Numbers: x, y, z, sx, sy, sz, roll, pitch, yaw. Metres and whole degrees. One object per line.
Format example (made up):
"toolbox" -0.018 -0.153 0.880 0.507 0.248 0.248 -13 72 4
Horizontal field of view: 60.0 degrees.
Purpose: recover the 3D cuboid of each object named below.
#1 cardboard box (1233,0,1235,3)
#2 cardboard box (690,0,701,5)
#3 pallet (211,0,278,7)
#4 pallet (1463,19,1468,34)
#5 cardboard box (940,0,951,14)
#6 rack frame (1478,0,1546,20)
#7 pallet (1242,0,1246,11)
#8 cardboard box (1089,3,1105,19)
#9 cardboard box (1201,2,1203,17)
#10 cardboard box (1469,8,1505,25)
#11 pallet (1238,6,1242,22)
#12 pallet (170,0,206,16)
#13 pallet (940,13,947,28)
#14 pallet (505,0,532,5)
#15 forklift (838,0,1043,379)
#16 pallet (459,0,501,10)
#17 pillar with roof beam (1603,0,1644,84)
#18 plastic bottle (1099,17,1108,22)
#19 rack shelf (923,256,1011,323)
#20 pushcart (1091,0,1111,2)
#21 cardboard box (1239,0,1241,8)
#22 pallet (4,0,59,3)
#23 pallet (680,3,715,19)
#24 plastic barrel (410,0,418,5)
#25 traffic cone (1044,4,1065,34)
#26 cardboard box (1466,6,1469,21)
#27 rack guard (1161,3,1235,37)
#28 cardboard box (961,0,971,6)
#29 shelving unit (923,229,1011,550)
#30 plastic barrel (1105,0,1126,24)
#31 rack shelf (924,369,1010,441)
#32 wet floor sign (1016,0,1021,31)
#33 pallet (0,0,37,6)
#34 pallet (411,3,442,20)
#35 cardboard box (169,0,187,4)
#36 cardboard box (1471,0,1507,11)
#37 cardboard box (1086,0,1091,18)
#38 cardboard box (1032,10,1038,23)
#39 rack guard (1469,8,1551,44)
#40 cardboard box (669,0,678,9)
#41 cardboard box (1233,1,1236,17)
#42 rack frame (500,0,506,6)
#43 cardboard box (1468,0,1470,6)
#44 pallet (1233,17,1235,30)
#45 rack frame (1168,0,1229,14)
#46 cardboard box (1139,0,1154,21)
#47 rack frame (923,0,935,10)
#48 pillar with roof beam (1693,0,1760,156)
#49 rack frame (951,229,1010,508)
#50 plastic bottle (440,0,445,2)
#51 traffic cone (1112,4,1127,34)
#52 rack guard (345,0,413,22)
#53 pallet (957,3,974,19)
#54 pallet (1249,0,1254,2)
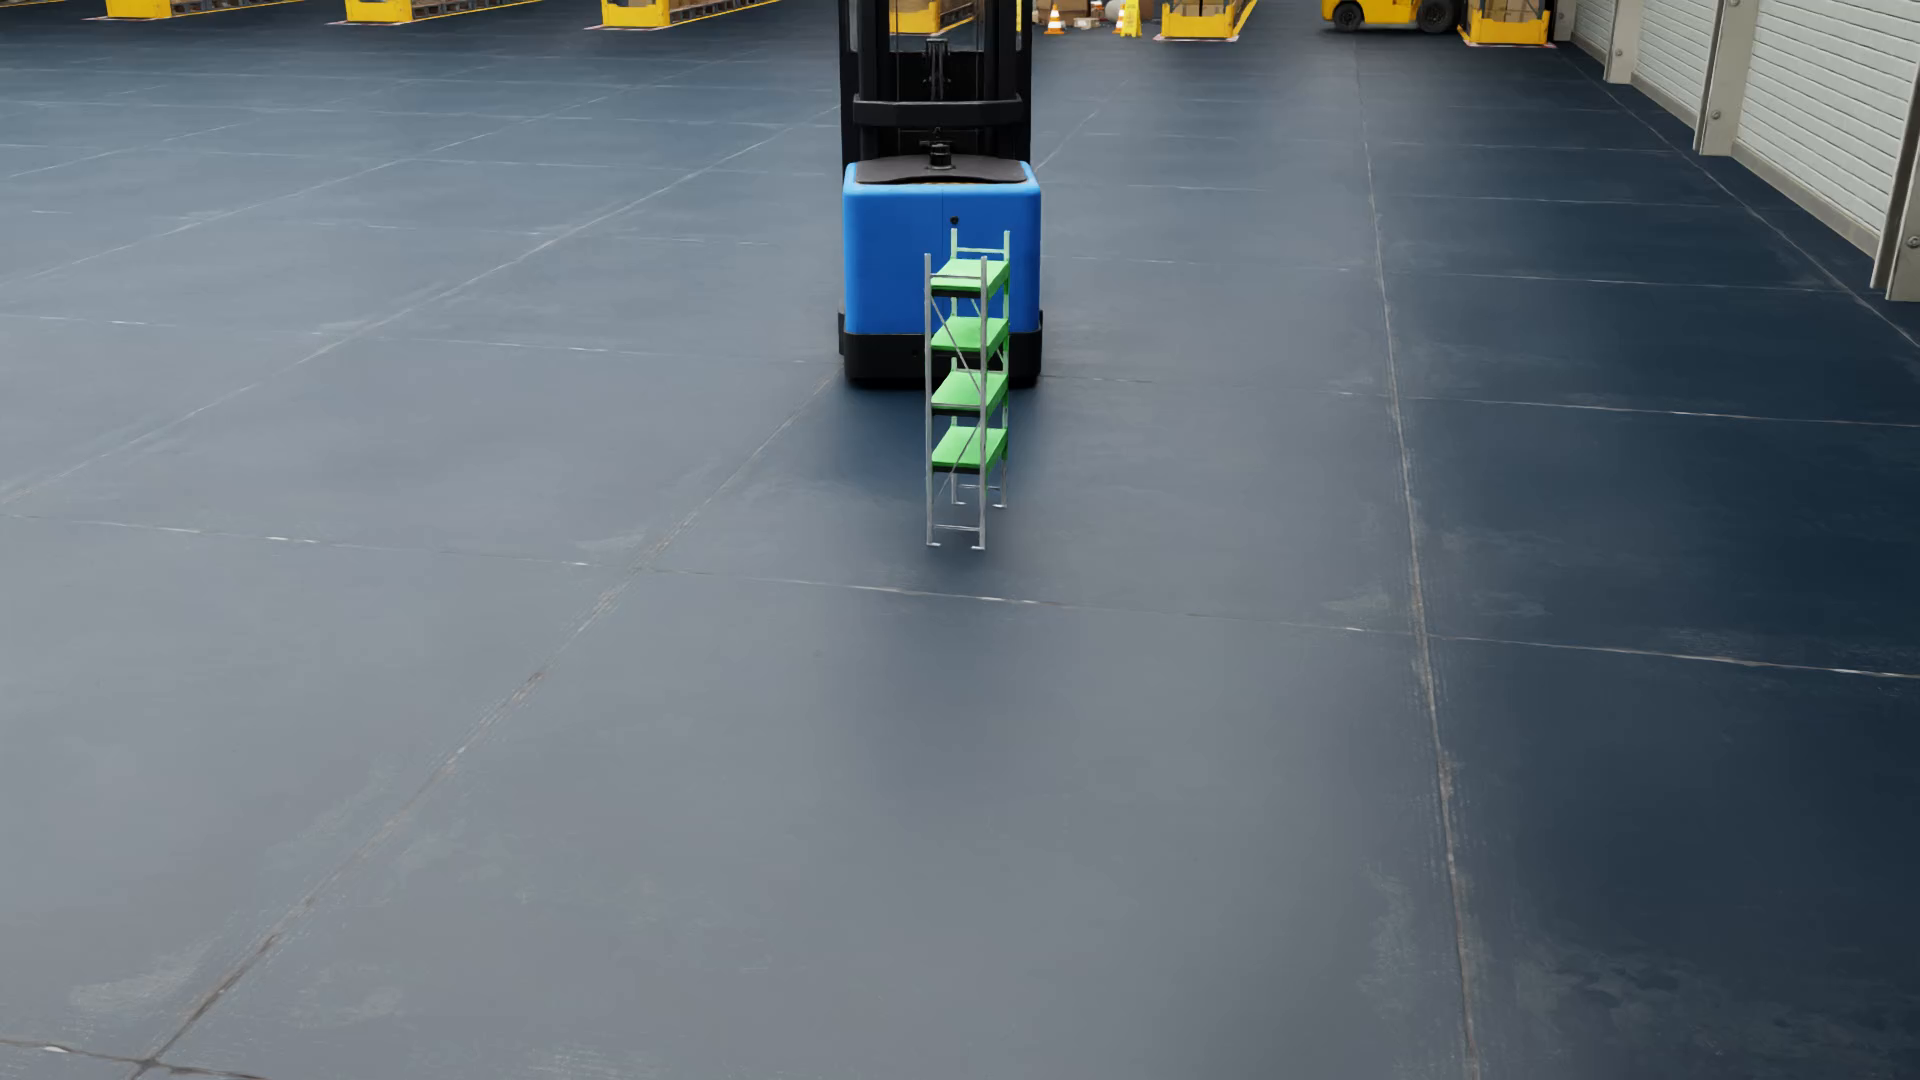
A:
"cardboard box" 4.476 -9.506 28.556 0.500 0.500 0.500 4 22 9
"cardboard box" -5.231 -10.432 31.524 0.500 0.500 0.500 2 22 6
"pallet" -14.852 -11.158 34.277 1.003 0.211 1.213 4 22 11
"pallet" 9.160 -8.822 28.475 1.003 0.211 1.213 4 22 11
"cardboard box" -0.681 -9.889 29.675 0.875 0.875 0.875 4 22 10
"rack frame" 8.794 -9.387 26.147 1.000 3.000 0.127 4 22 11
"pallet" 5.154 -10.666 33.055 1.003 0.211 1.213 4 22 11
"cardboard box" 2.483 -9.825 30.893 0.258 0.266 0.396 -11 25 -26
"cardboard box" 3.949 -9.189 28.772 0.500 0.250 0.500 5 22 11
"cardboard box" 8.581 -8.503 27.069 0.500 0.250 0.500 5 22 11
"pallet" 4.648 -9.686 30.620 1.003 0.211 1.213 4 22 11
"pallet" -15.350 -10.266 32.061 1.003 0.211 1.213 4 22 11
"pallet" -0.846 -9.110 29.190 1.003 0.211 1.213 4 22 11
"pallet" -9.678 -11.357 34.770 1.003 0.211 1.213 4 22 11
"forklift" -0.149 -2.715 9.671 1.130 2.935 3.031 -1 22 -2
"pallet" -9.978 -10.824 33.448 1.003 0.211 1.213 4 22 11
"pillar with roof beam" 4.380 -10.490 20.854 9.100 9.000 0.400 4 22 11
"plastic bottle" 2.651 -9.535 30.448 0.133 0.061 0.283 8 23 20
"rack shelf" 0.034 -1.003 6.624 0.258 0.148 0.480 4 22 11
"pushcart" 2.508 -10.166 31.592 1.648 0.377 0.936 -3 22 -8
"cardboard box" 4.893 -9.910 30.563 0.500 0.250 0.500 5 23 13
"pallet" -19.601 -11.574 35.308 1.003 0.211 1.213 4 22 11
"pallet" -5.300 -9.993 31.385 1.003 0.211 1.213 4 22 11
"plastic barrel" -10.454 -10.368 31.350 0.421 0.512 0.421 0 22 0
"traffic cone" 1.603 -8.804 28.093 0.336 0.463 0.334 4 22 11
"cardboard box" 8.802 -8.866 27.971 0.500 0.250 0.500 5 22 11
"rack guard" 3.950 -8.633 27.619 1.175 0.500 0.348 4 22 11
"cardboard box" -0.313 -10.552 31.321 0.875 0.875 0.875 5 22 12
"shelving unit" 0.034 -0.617 6.780 0.258 1.200 0.503 4 22 11
"plastic barrel" 2.873 -9.440 29.727 0.421 0.421 0.512 -16 27 -35
"rack shelf" 0.034 -0.558 6.804 0.258 0.148 0.480 4 22 11
"wet floor sign" 1.000 -8.851 27.967 0.267 0.644 0.232 1 22 2
"pallet" -19.848 -11.126 34.197 1.003 0.211 1.213 4 22 11
"pallet" -10.476 -9.932 31.232 1.003 0.211 1.213 4 22 11
"cardboard box" -15.137 -10.375 31.718 0.500 0.250 0.500 4 22 11
"cardboard box" 8.587 -8.741 26.990 0.500 0.250 0.500 4 22 10
"cardboard box" 1.997 -9.847 30.449 0.797 0.637 0.503 4 22 11
"cardboard box" 1.336 -9.530 30.162 0.396 0.266 0.258 8 23 20
"rack guard" 8.789 -8.219 26.592 1.175 0.500 0.348 4 22 11
"cardboard box" -5.535 -10.004 30.461 0.500 0.500 0.500 11 24 25
"cardboard box" 4.481 -9.144 28.661 0.500 0.250 0.500 5 23 13
"rack frame" -9.800 -12.360 33.529 1.000 3.000 0.127 4 22 11
"cardboard box" 8.785 -9.114 27.916 0.500 0.250 0.500 4 22 10
"pallet" 4.150 -8.793 28.404 1.003 0.211 1.213 4 22 11
"rack frame" 3.934 -9.764 27.083 1.000 3.000 0.127 4 22 11
"cardboard box" 3.200 -9.781 30.467 0.500 0.500 0.500 -16 27 -35
"rack frame" -0.932 -10.105 27.929 1.000 3.000 0.127 4 22 11
"pillar with roof beam" 3.155 -8.296 15.406 9.100 9.000 0.400 4 22 11
"rack frame" 0.084 -0.706 7.001 0.240 1.200 0.015 4 22 11
"plastic bottle" -9.941 -10.475 31.912 0.097 0.271 0.097 0 22 0
"traffic cone" 2.759 -8.843 28.192 0.336 0.463 0.334 4 22 11
"rack guard" -10.647 -9.769 30.441 1.175 0.500 0.348 4 22 11
"pallet" -0.348 -10.002 31.406 1.003 0.211 1.213 4 22 11
"pallet" 5.801 -11.679 35.571 1.003 0.211 1.213 4 22 11
